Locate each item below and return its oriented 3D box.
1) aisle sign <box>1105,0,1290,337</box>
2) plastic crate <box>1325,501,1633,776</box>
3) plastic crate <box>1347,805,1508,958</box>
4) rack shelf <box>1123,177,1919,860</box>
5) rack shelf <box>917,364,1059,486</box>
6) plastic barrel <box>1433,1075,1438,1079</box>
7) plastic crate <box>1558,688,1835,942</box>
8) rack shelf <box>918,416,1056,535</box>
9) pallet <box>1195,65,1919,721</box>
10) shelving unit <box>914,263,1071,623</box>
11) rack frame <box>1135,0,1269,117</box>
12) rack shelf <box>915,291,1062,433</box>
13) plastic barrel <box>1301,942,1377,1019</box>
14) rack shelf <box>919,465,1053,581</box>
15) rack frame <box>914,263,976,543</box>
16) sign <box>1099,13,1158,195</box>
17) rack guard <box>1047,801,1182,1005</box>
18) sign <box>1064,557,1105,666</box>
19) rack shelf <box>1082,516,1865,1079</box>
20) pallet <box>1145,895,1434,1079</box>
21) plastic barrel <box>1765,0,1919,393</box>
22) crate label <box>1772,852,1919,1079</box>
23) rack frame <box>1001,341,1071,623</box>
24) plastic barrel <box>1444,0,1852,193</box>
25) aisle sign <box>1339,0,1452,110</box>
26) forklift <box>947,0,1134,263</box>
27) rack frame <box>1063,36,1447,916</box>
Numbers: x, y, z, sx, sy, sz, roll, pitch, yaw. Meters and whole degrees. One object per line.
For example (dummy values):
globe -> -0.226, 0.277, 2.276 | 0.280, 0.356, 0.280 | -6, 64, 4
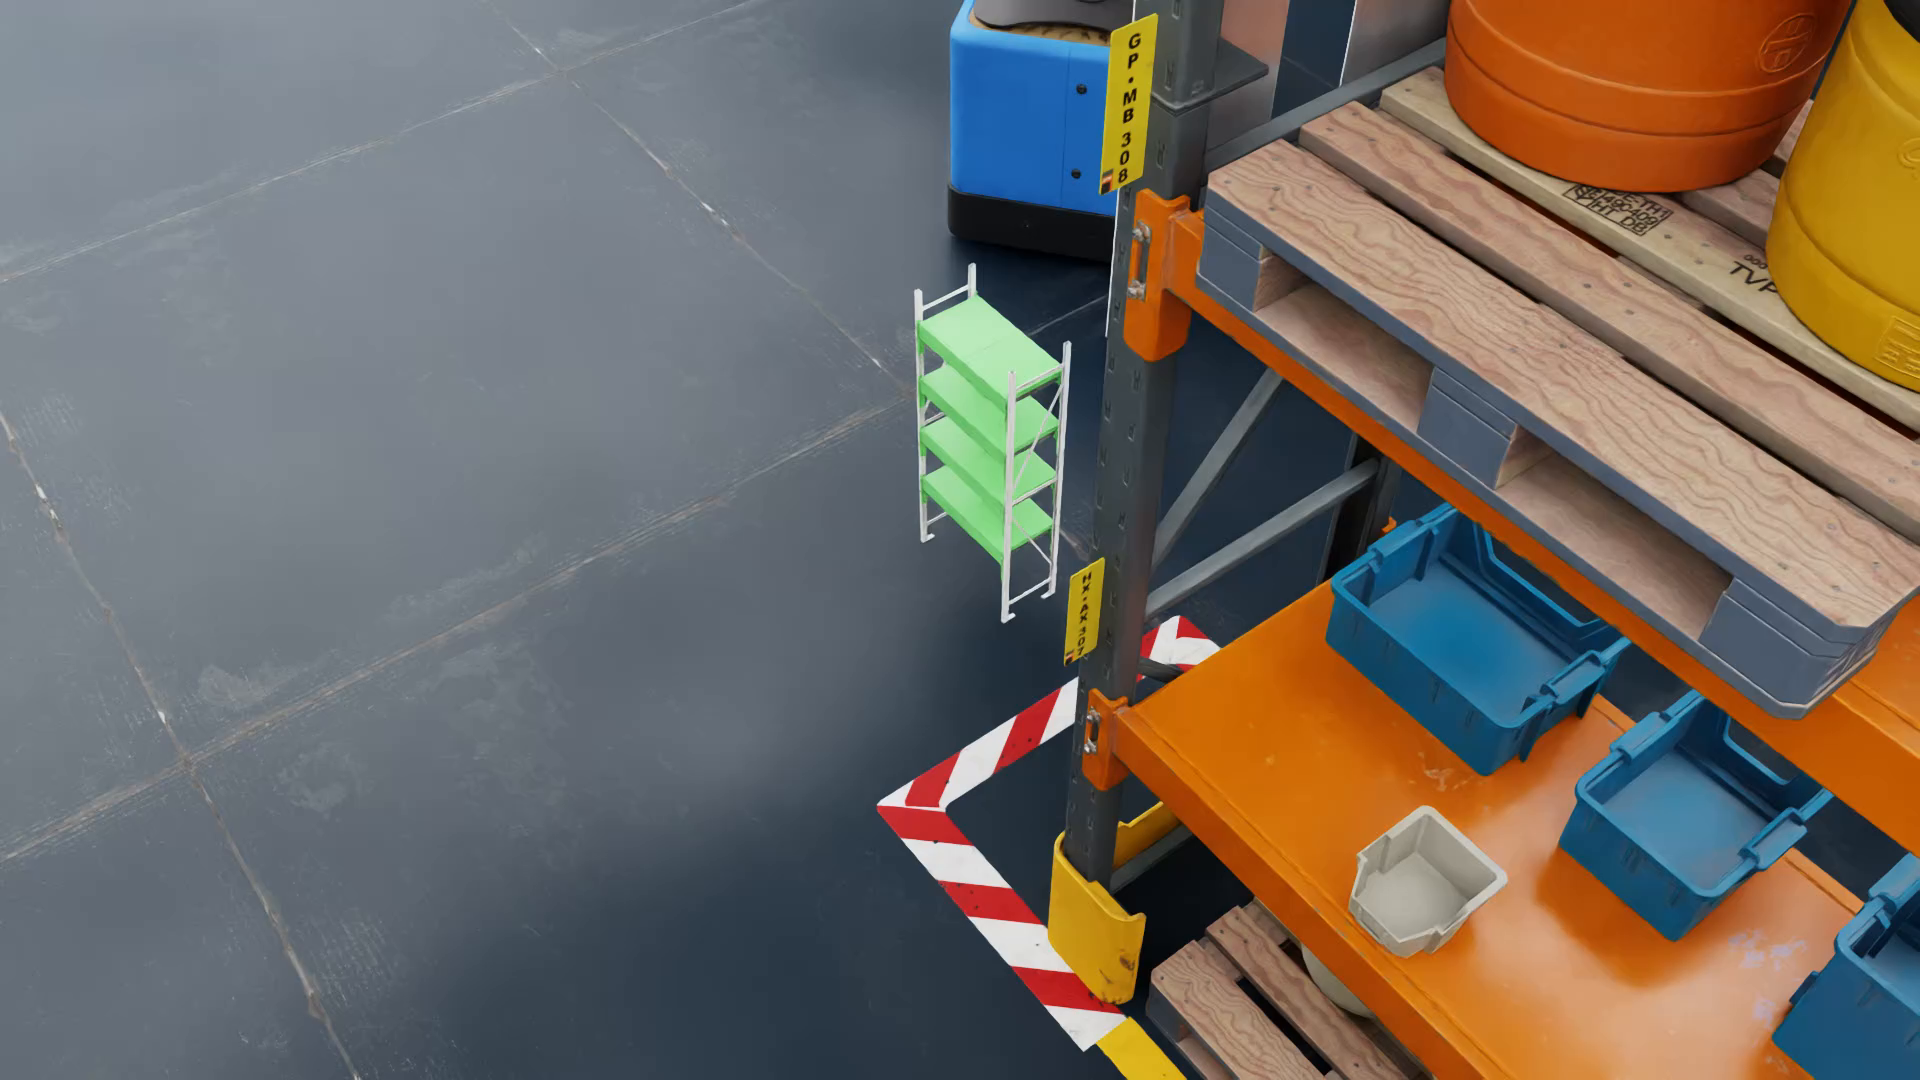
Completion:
aisle sign -> 0.453, -0.765, 3.164 | 0.394, 0.787, 0.004 | -29, 54, -24
plastic crate -> 1.271, 0.230, 4.117 | 0.499, 0.251, 0.616 | -29, 54, -24
plastic crate -> 1.016, 0.780, 3.696 | 0.298, 0.136, 0.250 | -29, 54, -24
rack shelf -> 1.941, 0.433, 2.294 | 1.077, 0.370, 4.000 | -29, 54, -24
rack shelf -> 0.100, -0.424, 5.587 | 0.258, 0.148, 0.480 | -29, 54, -24
plastic barrel -> 1.493, 1.363, 4.385 | 0.421, 0.512, 0.421 | 0, 48, 0
plastic crate -> 1.660, 0.616, 3.768 | 0.499, 0.251, 0.408 | -29, 54, -24
rack shelf -> 0.100, -0.262, 5.764 | 0.258, 0.148, 0.480 | -29, 54, -24
pallet -> 1.153, -0.393, 2.685 | 1.003, 0.211, 1.213 | -29, 54, -24
shelving unit -> 0.100, -0.305, 5.717 | 0.258, 1.200, 0.503 | -29, 54, -24
rack frame -> 0.730, -1.996, 1.985 | 1.000, 3.000, 0.127 | -29, 54, -24
rack shelf -> 0.100, -0.585, 5.409 | 0.258, 0.148, 0.480 | -29, 54, -24
plastic barrel -> 1.189, 1.068, 4.653 | 0.421, 0.512, 0.421 | 0, 48, 0
rack shelf -> 0.100, -0.101, 5.942 | 0.258, 0.148, 0.480 | -29, 54, -24
rack frame -> -0.048, -0.449, 5.847 | 0.240, 1.200, 0.015 | -29, 54, -24
sign -> 0.290, -0.747, 2.872 | 0.100, 0.325, 0.005 | -29, 54, -24
rack guard -> 0.813, 0.883, 5.112 | 1.175, 0.500, 0.348 | -29, 54, -24
sign -> 0.290, 0.171, 3.884 | 0.100, 0.325, 0.005 | -29, 54, -24
rack shelf -> 1.941, 1.440, 3.405 | 1.077, 0.370, 4.000 | -29, 54, -24
pallet -> 1.301, 1.461, 4.783 | 1.003, 0.211, 1.213 | -29, 54, -24
plastic barrel -> 1.521, -0.577, 2.314 | 0.600, 0.588, 0.600 | 0, 48, 0
crate label -> 2.060, 0.971, 3.321 | 0.502, 0.435, 0.616 | -29, 54, -24
rack frame -> 0.248, -0.162, 5.587 | 0.240, 1.200, 0.015 | -29, 54, -24
plastic barrel -> 1.125, -1.044, 2.574 | 0.600, 0.830, 0.708 | -29, 54, -24
aisle sign -> 0.923, -1.030, 3.404 | 0.394, 0.787, 0.004 | -29, 54, -24
forklift -> 0.815, -3.273, 7.239 | 1.130, 2.935, 3.031 | 11, 49, 10
rack frame -> 0.730, 0.019, 4.208 | 1.000, 3.000, 0.127 | -29, 54, -24
